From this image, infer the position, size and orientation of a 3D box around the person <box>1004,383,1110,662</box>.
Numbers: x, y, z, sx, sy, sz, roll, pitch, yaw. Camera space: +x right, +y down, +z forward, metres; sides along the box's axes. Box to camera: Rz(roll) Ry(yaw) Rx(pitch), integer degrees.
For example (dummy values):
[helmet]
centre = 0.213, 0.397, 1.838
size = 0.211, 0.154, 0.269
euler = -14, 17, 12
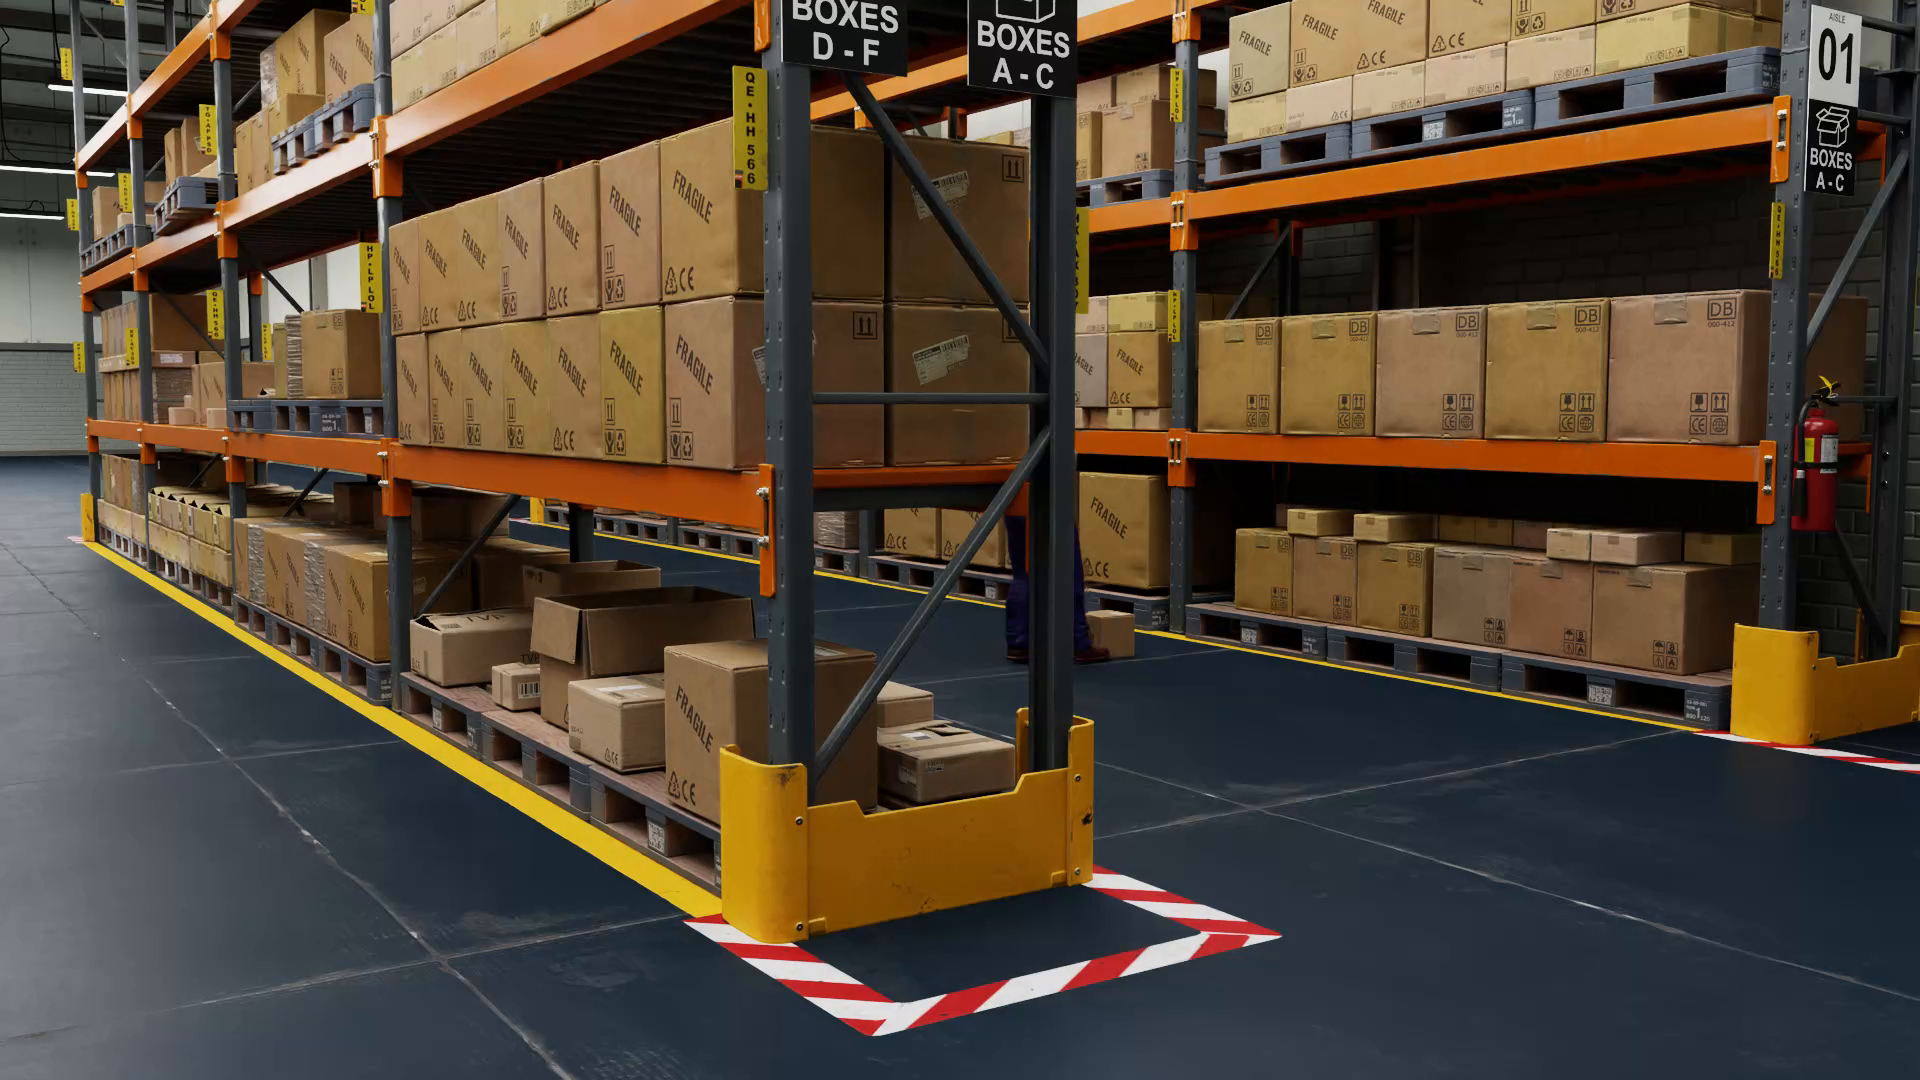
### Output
[person]
centre = 0.545, -0.116, 9.588
size = 0.569, 1.629, 0.480
euler = -3, 6, -33
